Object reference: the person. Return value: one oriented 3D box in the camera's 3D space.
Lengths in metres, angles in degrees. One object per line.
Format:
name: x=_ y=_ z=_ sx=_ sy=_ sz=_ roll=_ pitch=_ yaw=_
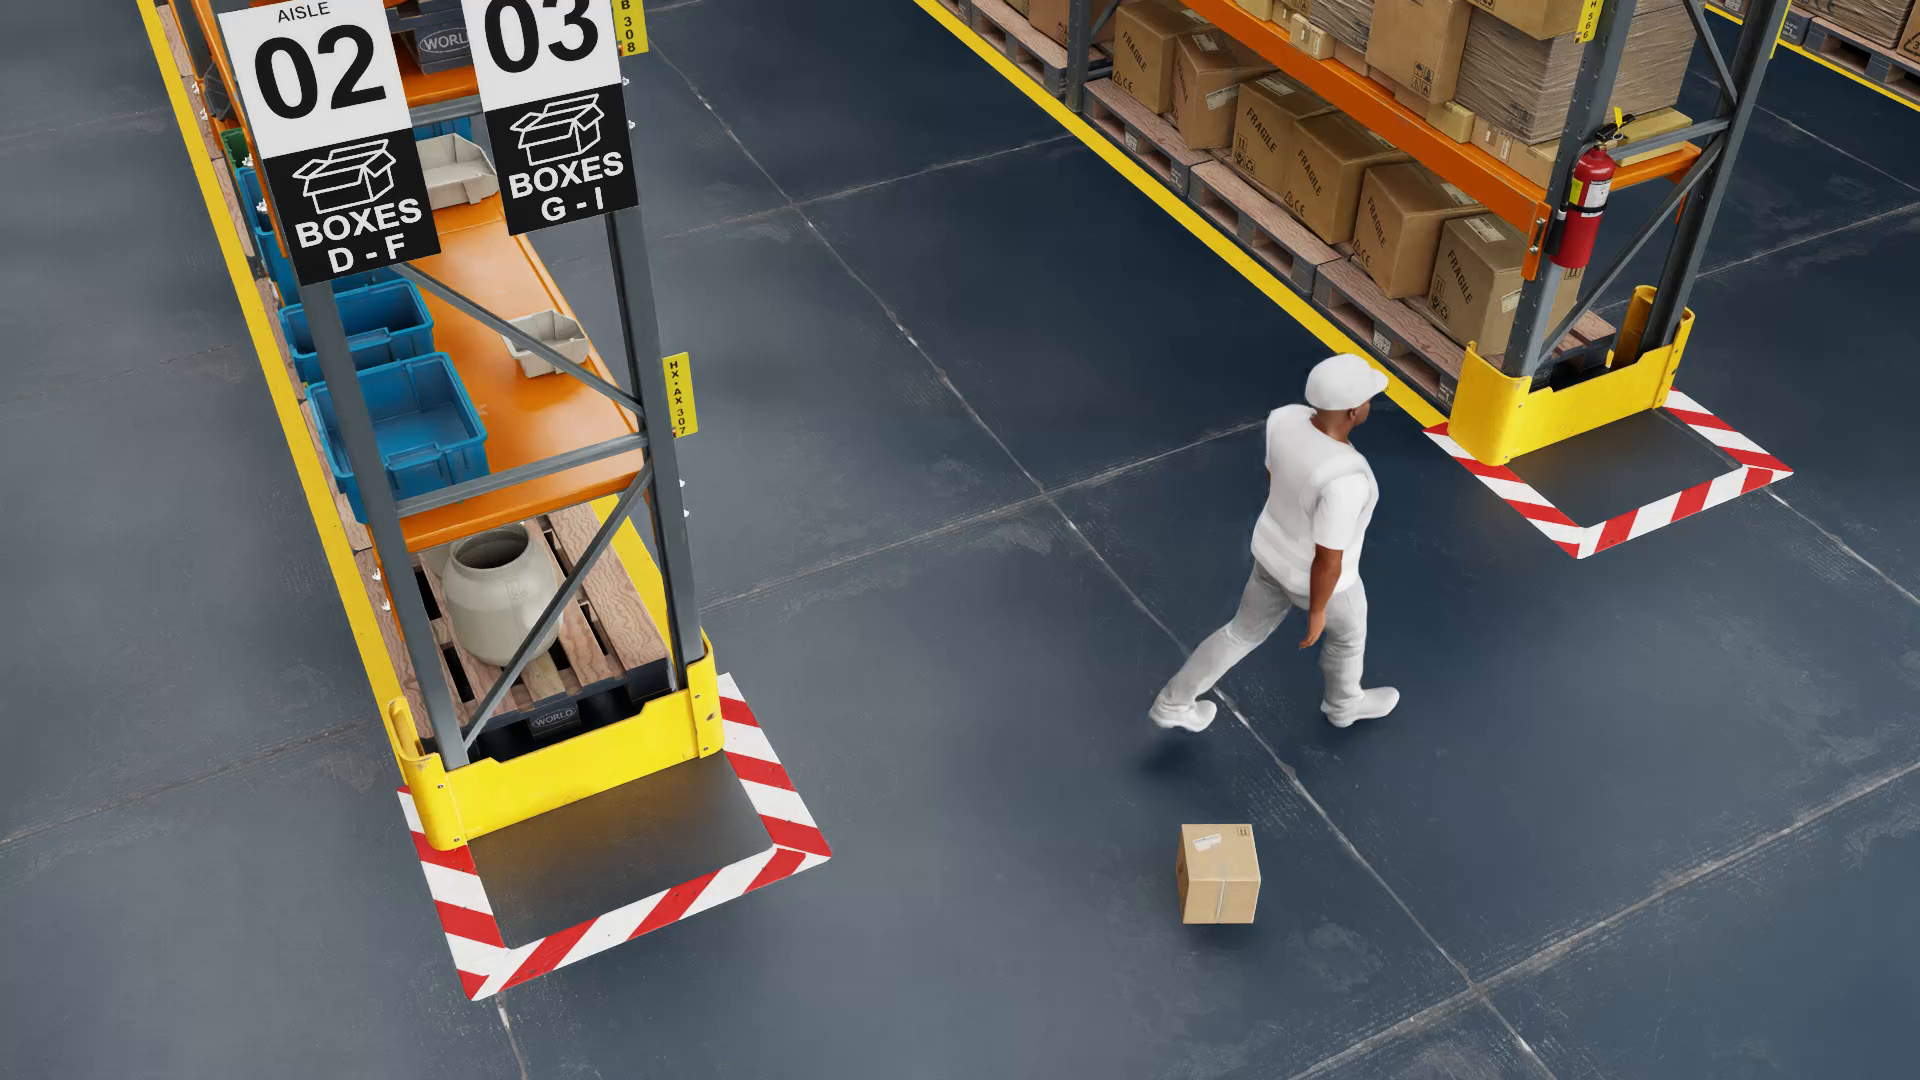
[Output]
person: x=1.230 y=0.068 z=6.065 sx=1.021 sy=1.730 sz=0.571 roll=-18 pitch=44 yaw=-19
